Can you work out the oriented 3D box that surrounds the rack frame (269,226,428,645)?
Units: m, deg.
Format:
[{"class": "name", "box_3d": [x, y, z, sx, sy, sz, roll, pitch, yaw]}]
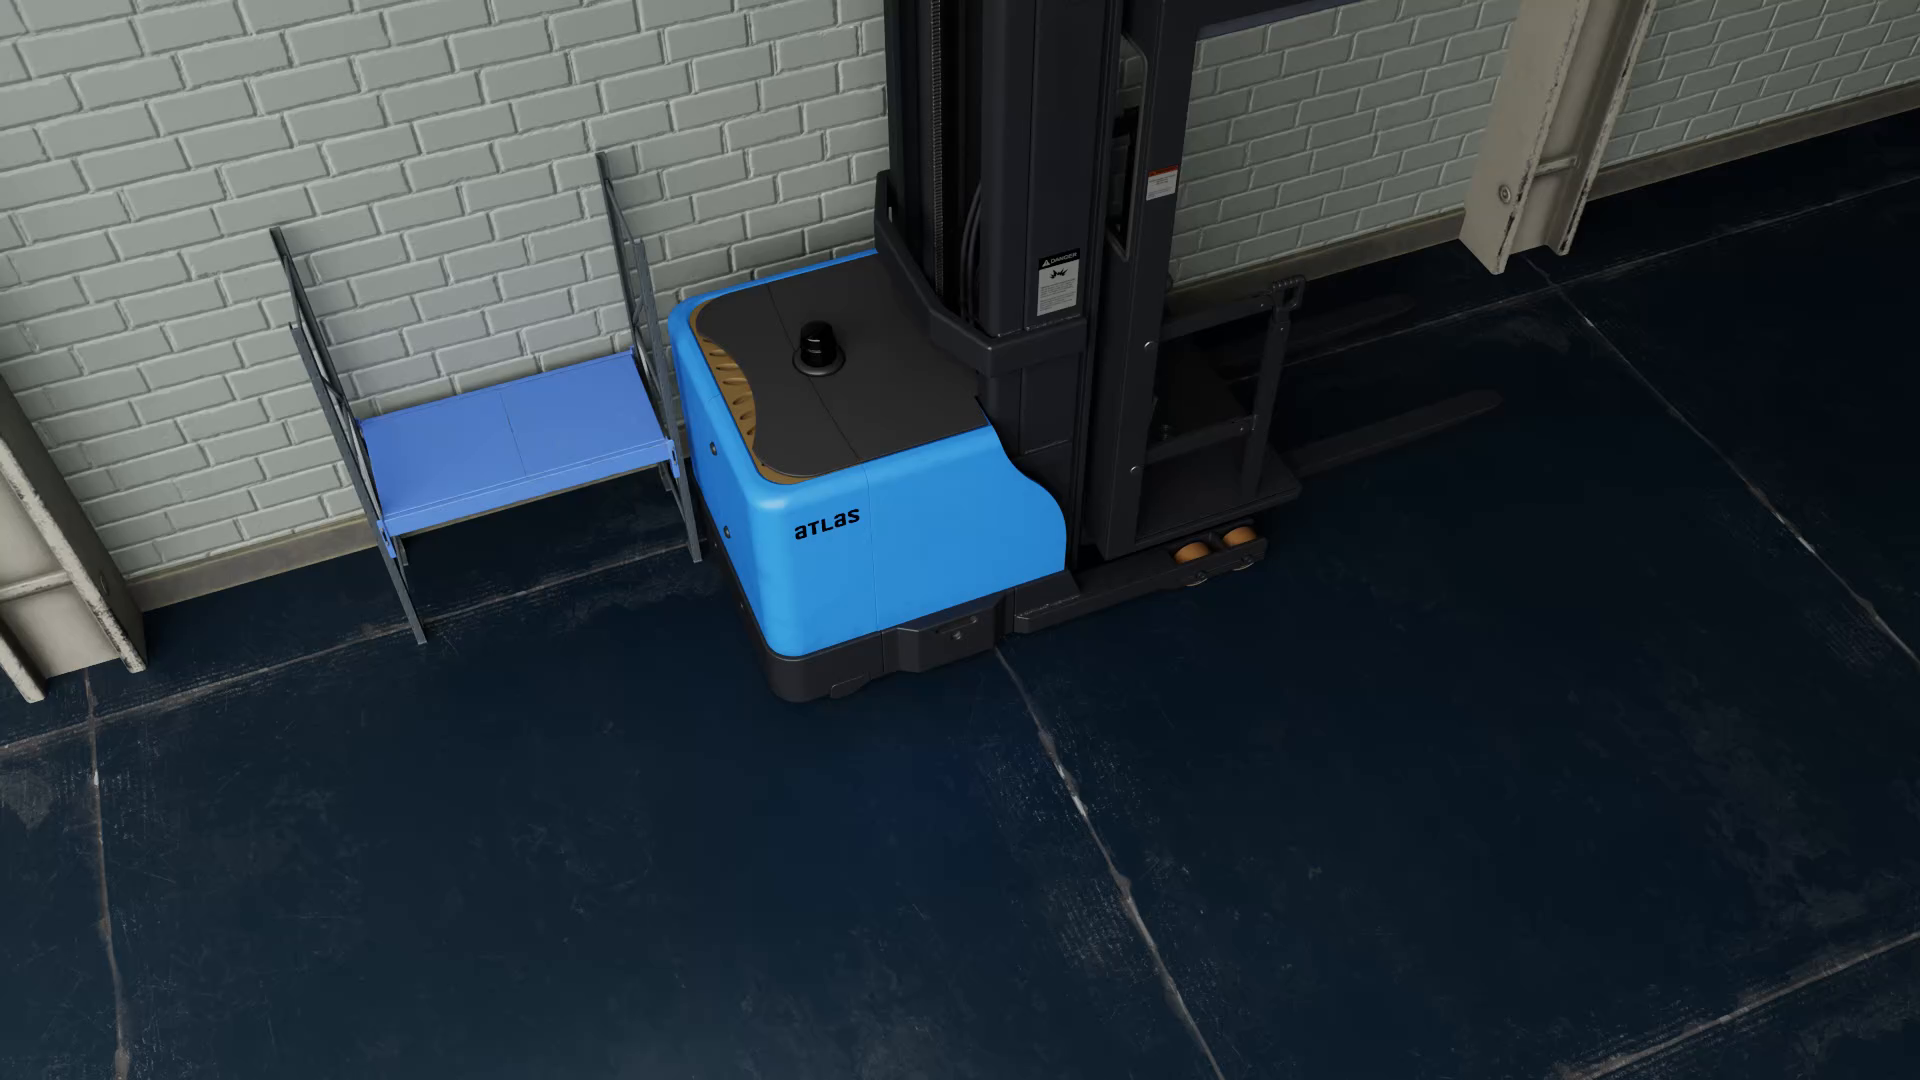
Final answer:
[{"class": "rack frame", "box_3d": [-2.008, -0.294, 5.514, 0.032, 1.500, 0.500, -17, 51, -14]}]

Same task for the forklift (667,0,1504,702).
[{"class": "forklift", "box_3d": [0.581, -1.140, 5.297, 3.031, 2.935, 1.130, -18, 52, -15]}]

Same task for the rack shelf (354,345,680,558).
[{"class": "rack shelf", "box_3d": [-1.537, -0.320, 5.774, 1.000, 0.185, 0.538, -17, 51, -14]}]

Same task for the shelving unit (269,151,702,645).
[{"class": "shelving unit", "box_3d": [-1.537, -0.438, 5.637, 1.048, 1.500, 0.538, -17, 51, -14]}]

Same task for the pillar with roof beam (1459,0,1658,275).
[{"class": "pillar with roof beam", "box_3d": [4.077, -1.227, 1.372, 0.400, 9.000, 9.100, -17, 52, -14]}]

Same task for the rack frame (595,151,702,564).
[{"class": "rack frame", "box_3d": [-1.065, -0.582, 5.761, 0.032, 1.500, 0.500, -17, 51, -14]}]
